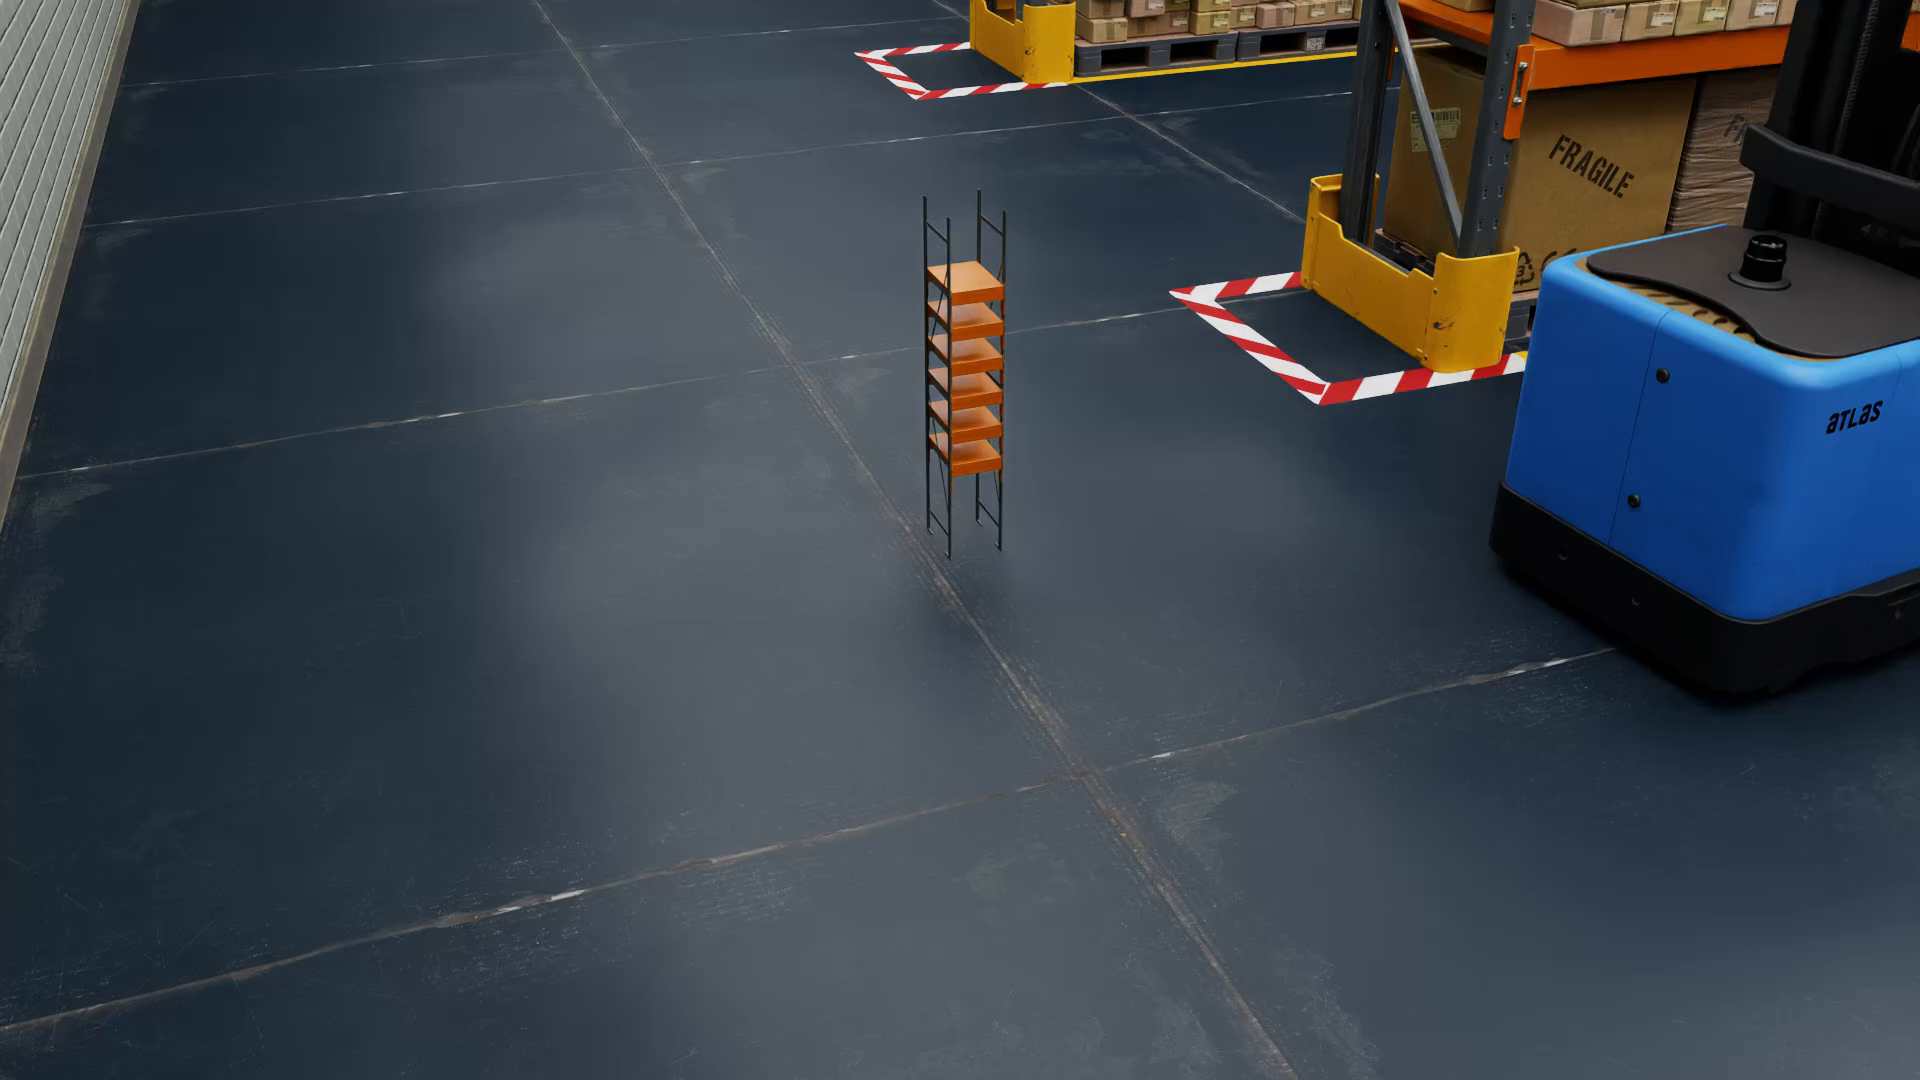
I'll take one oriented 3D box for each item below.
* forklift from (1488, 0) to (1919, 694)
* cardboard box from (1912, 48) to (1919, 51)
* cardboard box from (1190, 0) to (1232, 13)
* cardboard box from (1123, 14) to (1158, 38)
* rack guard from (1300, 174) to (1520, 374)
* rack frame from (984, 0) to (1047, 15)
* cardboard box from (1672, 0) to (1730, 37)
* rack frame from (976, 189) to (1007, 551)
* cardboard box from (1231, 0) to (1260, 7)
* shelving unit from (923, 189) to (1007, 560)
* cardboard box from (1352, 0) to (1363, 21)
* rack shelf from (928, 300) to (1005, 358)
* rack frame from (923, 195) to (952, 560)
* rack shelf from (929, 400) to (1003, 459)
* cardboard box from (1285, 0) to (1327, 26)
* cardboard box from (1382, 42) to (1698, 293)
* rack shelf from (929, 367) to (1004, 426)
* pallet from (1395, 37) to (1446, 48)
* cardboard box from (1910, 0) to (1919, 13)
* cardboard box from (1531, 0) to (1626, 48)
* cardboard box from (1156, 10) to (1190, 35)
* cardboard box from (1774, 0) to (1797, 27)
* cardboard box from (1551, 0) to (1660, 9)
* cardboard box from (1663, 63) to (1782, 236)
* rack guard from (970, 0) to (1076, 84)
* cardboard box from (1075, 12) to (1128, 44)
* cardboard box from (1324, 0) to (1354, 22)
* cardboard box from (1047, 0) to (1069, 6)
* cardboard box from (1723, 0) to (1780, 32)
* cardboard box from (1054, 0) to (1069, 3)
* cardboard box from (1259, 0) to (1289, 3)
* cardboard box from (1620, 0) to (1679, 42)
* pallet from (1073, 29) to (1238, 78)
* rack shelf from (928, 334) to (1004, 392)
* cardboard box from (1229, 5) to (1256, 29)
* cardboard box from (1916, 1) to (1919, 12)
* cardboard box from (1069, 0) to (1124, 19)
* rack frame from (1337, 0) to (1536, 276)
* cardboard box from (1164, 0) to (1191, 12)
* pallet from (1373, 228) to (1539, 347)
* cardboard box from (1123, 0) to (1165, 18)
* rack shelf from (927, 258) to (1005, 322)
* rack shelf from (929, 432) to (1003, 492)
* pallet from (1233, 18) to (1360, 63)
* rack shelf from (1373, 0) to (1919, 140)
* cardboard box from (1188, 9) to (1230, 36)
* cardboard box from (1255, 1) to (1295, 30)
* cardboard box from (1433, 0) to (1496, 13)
[{"bbox_3d":[3.324,-1.317,5.101,3.031,2.935,1.130,-14,33,-23],"label":"forklift"},{"bbox_3d":[4.239,-2.015,7.979,0.875,0.875,0.875,-10,31,-18],"label":"cardboard box"},{"bbox_3d":[1.679,-3.759,11.472,0.250,0.149,0.380,-9,31,-16],"label":"cardboard box"},{"bbox_3d":[1.165,-3.585,11.468,0.250,0.149,0.380,-11,31,-18],"label":"cardboard box"},{"bbox_3d":[1.957,-1.207,7.364,0.348,0.500,1.175,-10,31,-18],"label":"rack guard"},{"bbox_3d":[0.345,-4.616,10.822,0.127,3.000,1.000,-10,31,-18],"label":"rack frame"},{"bbox_3d":[2.908,-2.186,6.810,0.250,0.149,0.380,-11,32,-19],"label":"cardboard box"},{"bbox_3d":[0.099,-0.540,5.485,0.006,1.200,0.240,-10,31,-18],"label":"rack frame"},{"bbox_3d":[1.894,-3.849,11.630,0.250,0.149,0.380,-12,32,-20],"label":"cardboard box"},{"bbox_3d":[0.014,-0.524,5.457,0.189,1.200,0.258,-10,31,-18],"label":"shelving unit"},{"bbox_3d":[2.875,-3.846,11.926,0.250,0.149,0.380,-11,31,-18],"label":"cardboard box"},{"bbox_3d":[0.014,-0.694,5.361,0.180,0.103,0.258,-10,31,-18],"label":"rack shelf"},{"bbox_3d":[-0.072,-0.508,5.430,0.006,1.200,0.240,-10,31,-18],"label":"rack frame"},{"bbox_3d":[0.014,-0.381,5.539,0.180,0.103,0.258,-10,31,-18],"label":"rack shelf"},{"bbox_3d":[2.393,-3.775,11.801,0.250,0.149,0.380,-10,31,-18],"label":"cardboard box"},{"bbox_3d":[2.552,-1.704,7.433,0.875,0.875,0.875,-10,31,-18],"label":"cardboard box"},{"bbox_3d":[0.014,-0.485,5.479,0.180,0.103,0.258,-10,31,-18],"label":"rack shelf"},{"bbox_3d":[3.477,-3.962,12.492,1.213,0.211,1.003,-10,31,-18],"label":"pallet"},{"bbox_3d":[3.869,-2.362,7.120,0.250,0.149,0.380,-11,32,-19],"label":"cardboard box"},{"bbox_3d":[2.428,-2.096,6.653,0.250,0.149,0.380,-10,31,-17],"label":"cardboard box"},{"bbox_3d":[1.395,-3.631,11.549,0.250,0.149,0.380,-10,31,-17],"label":"cardboard box"},{"bbox_3d":[3.390,-2.275,6.966,0.250,0.149,0.380,-11,31,-19],"label":"cardboard box"},{"bbox_3d":[2.524,-2.319,6.641,0.500,0.250,0.500,-11,32,-19],"label":"cardboard box"},{"bbox_3d":[3.405,-1.861,7.709,0.875,0.875,0.875,-10,31,-18],"label":"cardboard box"},{"bbox_3d":[0.416,-3.543,11.464,0.348,0.500,1.175,-10,31,-18],"label":"rack guard"},{"bbox_3d":[0.948,-3.502,11.322,0.250,0.149,0.380,-10,31,-17],"label":"cardboard box"},{"bbox_3d":[2.607,-3.832,11.901,0.250,0.149,0.380,-10,31,-17],"label":"cardboard box"},{"bbox_3d":[0.766,-3.747,11.753,0.250,0.149,0.380,-10,31,-17],"label":"cardboard box"},{"bbox_3d":[3.152,-2.231,6.890,0.250,0.149,0.380,-11,31,-18],"label":"cardboard box"},{"bbox_3d":[0.740,-3.912,11.742,0.250,0.149,0.380,-11,32,-19],"label":"cardboard box"},{"bbox_3d":[2.134,-3.915,11.746,0.250,0.149,0.380,-9,31,-15],"label":"cardboard box"},{"bbox_3d":[2.668,-2.141,6.732,0.250,0.149,0.380,-11,31,-18],"label":"cardboard box"},{"bbox_3d":[1.190,-3.541,11.753,1.213,0.211,1.003,-10,31,-18],"label":"pallet"},{"bbox_3d":[0.014,-0.589,5.420,0.180,0.103,0.258,-10,31,-18],"label":"rack shelf"},{"bbox_3d":[1.879,-3.712,11.692,0.250,0.149,0.380,-10,31,-18],"label":"cardboard box"},{"bbox_3d":[4.114,-2.409,7.201,0.250,0.149,0.380,-10,31,-17],"label":"cardboard box"},{"bbox_3d":[0.926,-3.660,11.300,0.250,0.149,0.380,-9,31,-16],"label":"cardboard box"},{"bbox_3d":[1.980,-2.297,6.752,0.127,3.000,1.000,-10,31,-18],"label":"rack frame"},{"bbox_3d":[1.401,-3.765,11.483,0.250,0.149,0.380,-10,31,-17],"label":"cardboard box"},{"bbox_3d":[2.702,-1.260,7.748,1.213,0.211,1.003,-10,31,-18],"label":"pallet"},{"bbox_3d":[1.202,-3.681,11.337,0.250,0.149,0.380,-11,31,-18],"label":"cardboard box"},{"bbox_3d":[0.014,-0.798,5.301,0.180,0.103,0.258,-10,31,-18],"label":"rack shelf"},{"bbox_3d":[0.014,-0.277,5.598,0.180,0.103,0.258,-10,31,-18],"label":"rack shelf"},{"bbox_3d":[2.332,-3.750,12.119,1.213,0.211,1.003,-10,31,-18],"label":"pallet"},{"bbox_3d":[3.854,-2.330,7.536,4.000,0.370,1.077,-10,31,-18],"label":"rack shelf"},{"bbox_3d":[1.673,-3.624,11.537,0.250,0.149,0.380,-10,31,-17],"label":"cardboard box"},{"bbox_3d":[2.142,-3.715,11.696,0.250,0.149,0.380,-12,32,-20],"label":"cardboard box"},{"bbox_3d":[2.199,-2.402,7.190,0.250,0.149,0.380,-10,31,-17],"label":"cardboard box"}]
